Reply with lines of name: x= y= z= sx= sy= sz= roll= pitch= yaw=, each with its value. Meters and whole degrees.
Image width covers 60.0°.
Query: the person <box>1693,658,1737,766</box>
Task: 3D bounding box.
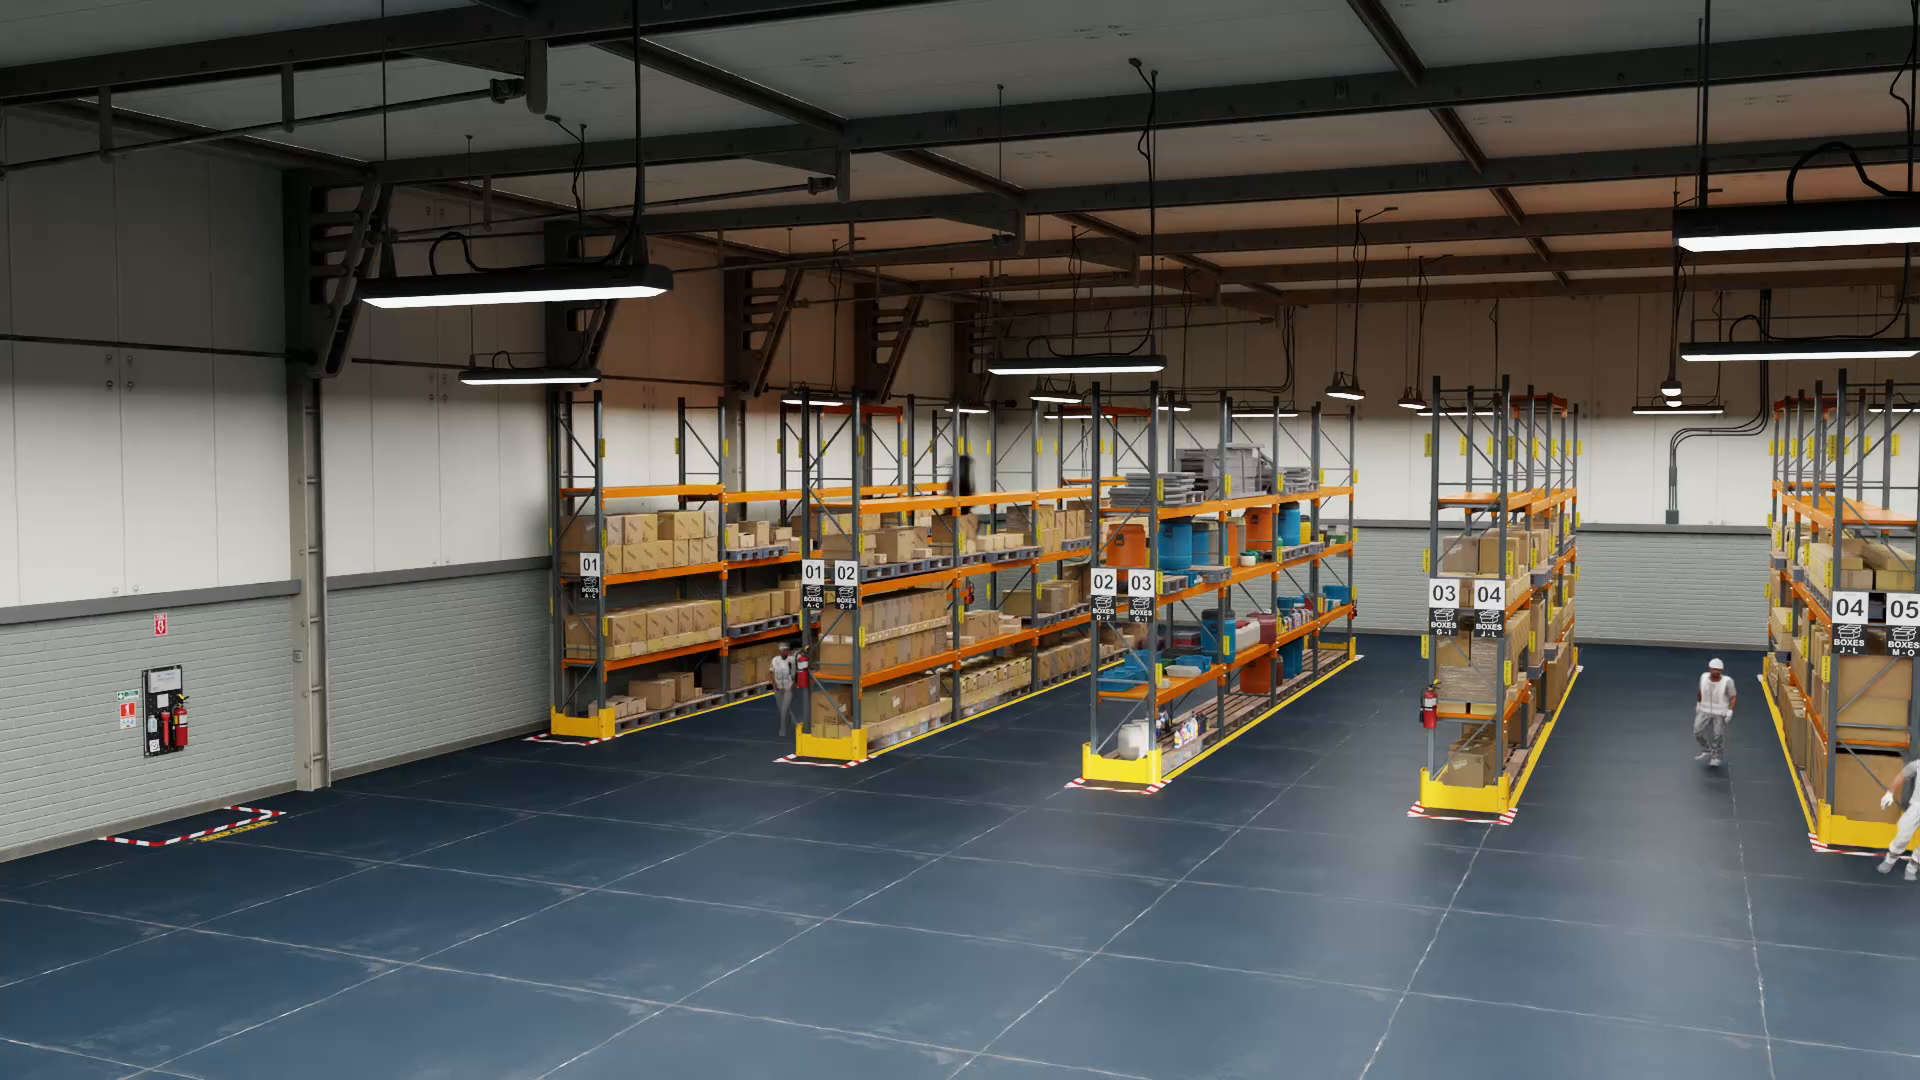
person: x=11.768 y=2.693 z=25.947 sx=0.694 sy=1.724 sz=0.683 roll=3 pitch=4 yaw=41

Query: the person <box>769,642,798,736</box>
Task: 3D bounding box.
person: x=-3.049 y=2.585 z=29.192 sx=0.563 sy=1.643 sz=0.612 roll=1 pitch=3 yaw=11

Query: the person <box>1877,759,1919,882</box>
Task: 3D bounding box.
person: x=11.071 y=3.119 z=19.112 sx=0.887 sy=1.706 sz=0.598 roll=2 pitch=4 yaw=26

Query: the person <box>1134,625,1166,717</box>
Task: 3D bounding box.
person: x=3.615 y=2.429 z=31.248 sx=0.727 sy=1.734 sz=0.721 roll=1 pitch=3 yaw=15
